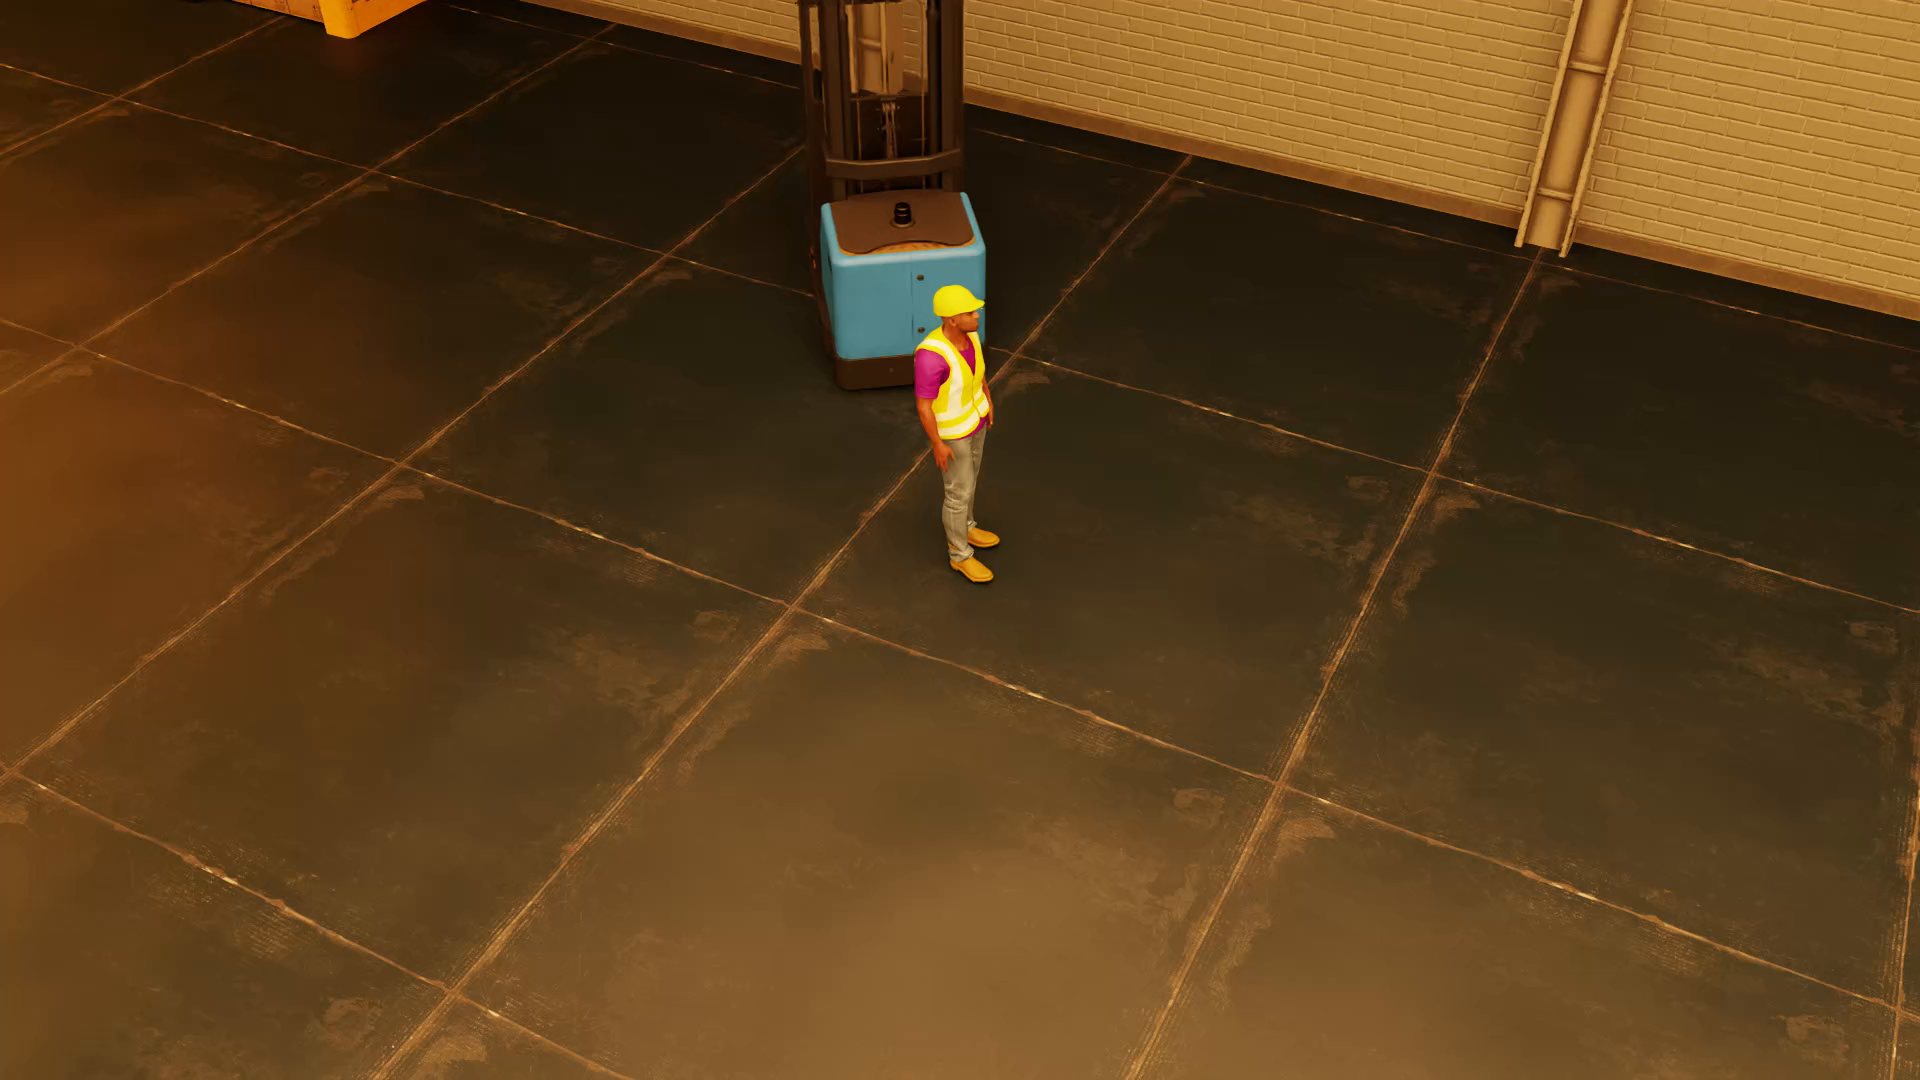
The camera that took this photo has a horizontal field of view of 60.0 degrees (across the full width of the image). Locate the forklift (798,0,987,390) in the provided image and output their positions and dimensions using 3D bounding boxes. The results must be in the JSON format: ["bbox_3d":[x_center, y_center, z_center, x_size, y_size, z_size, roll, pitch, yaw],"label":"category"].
[{"bbox_3d":[-0.564,-3.099,11.667,1.130,2.935,3.031,-6,40,-7],"label":"forklift"}]

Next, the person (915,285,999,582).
[{"bbox_3d":[0.059,-0.657,9.660,0.577,1.765,0.666,18,43,21],"label":"person"}]
